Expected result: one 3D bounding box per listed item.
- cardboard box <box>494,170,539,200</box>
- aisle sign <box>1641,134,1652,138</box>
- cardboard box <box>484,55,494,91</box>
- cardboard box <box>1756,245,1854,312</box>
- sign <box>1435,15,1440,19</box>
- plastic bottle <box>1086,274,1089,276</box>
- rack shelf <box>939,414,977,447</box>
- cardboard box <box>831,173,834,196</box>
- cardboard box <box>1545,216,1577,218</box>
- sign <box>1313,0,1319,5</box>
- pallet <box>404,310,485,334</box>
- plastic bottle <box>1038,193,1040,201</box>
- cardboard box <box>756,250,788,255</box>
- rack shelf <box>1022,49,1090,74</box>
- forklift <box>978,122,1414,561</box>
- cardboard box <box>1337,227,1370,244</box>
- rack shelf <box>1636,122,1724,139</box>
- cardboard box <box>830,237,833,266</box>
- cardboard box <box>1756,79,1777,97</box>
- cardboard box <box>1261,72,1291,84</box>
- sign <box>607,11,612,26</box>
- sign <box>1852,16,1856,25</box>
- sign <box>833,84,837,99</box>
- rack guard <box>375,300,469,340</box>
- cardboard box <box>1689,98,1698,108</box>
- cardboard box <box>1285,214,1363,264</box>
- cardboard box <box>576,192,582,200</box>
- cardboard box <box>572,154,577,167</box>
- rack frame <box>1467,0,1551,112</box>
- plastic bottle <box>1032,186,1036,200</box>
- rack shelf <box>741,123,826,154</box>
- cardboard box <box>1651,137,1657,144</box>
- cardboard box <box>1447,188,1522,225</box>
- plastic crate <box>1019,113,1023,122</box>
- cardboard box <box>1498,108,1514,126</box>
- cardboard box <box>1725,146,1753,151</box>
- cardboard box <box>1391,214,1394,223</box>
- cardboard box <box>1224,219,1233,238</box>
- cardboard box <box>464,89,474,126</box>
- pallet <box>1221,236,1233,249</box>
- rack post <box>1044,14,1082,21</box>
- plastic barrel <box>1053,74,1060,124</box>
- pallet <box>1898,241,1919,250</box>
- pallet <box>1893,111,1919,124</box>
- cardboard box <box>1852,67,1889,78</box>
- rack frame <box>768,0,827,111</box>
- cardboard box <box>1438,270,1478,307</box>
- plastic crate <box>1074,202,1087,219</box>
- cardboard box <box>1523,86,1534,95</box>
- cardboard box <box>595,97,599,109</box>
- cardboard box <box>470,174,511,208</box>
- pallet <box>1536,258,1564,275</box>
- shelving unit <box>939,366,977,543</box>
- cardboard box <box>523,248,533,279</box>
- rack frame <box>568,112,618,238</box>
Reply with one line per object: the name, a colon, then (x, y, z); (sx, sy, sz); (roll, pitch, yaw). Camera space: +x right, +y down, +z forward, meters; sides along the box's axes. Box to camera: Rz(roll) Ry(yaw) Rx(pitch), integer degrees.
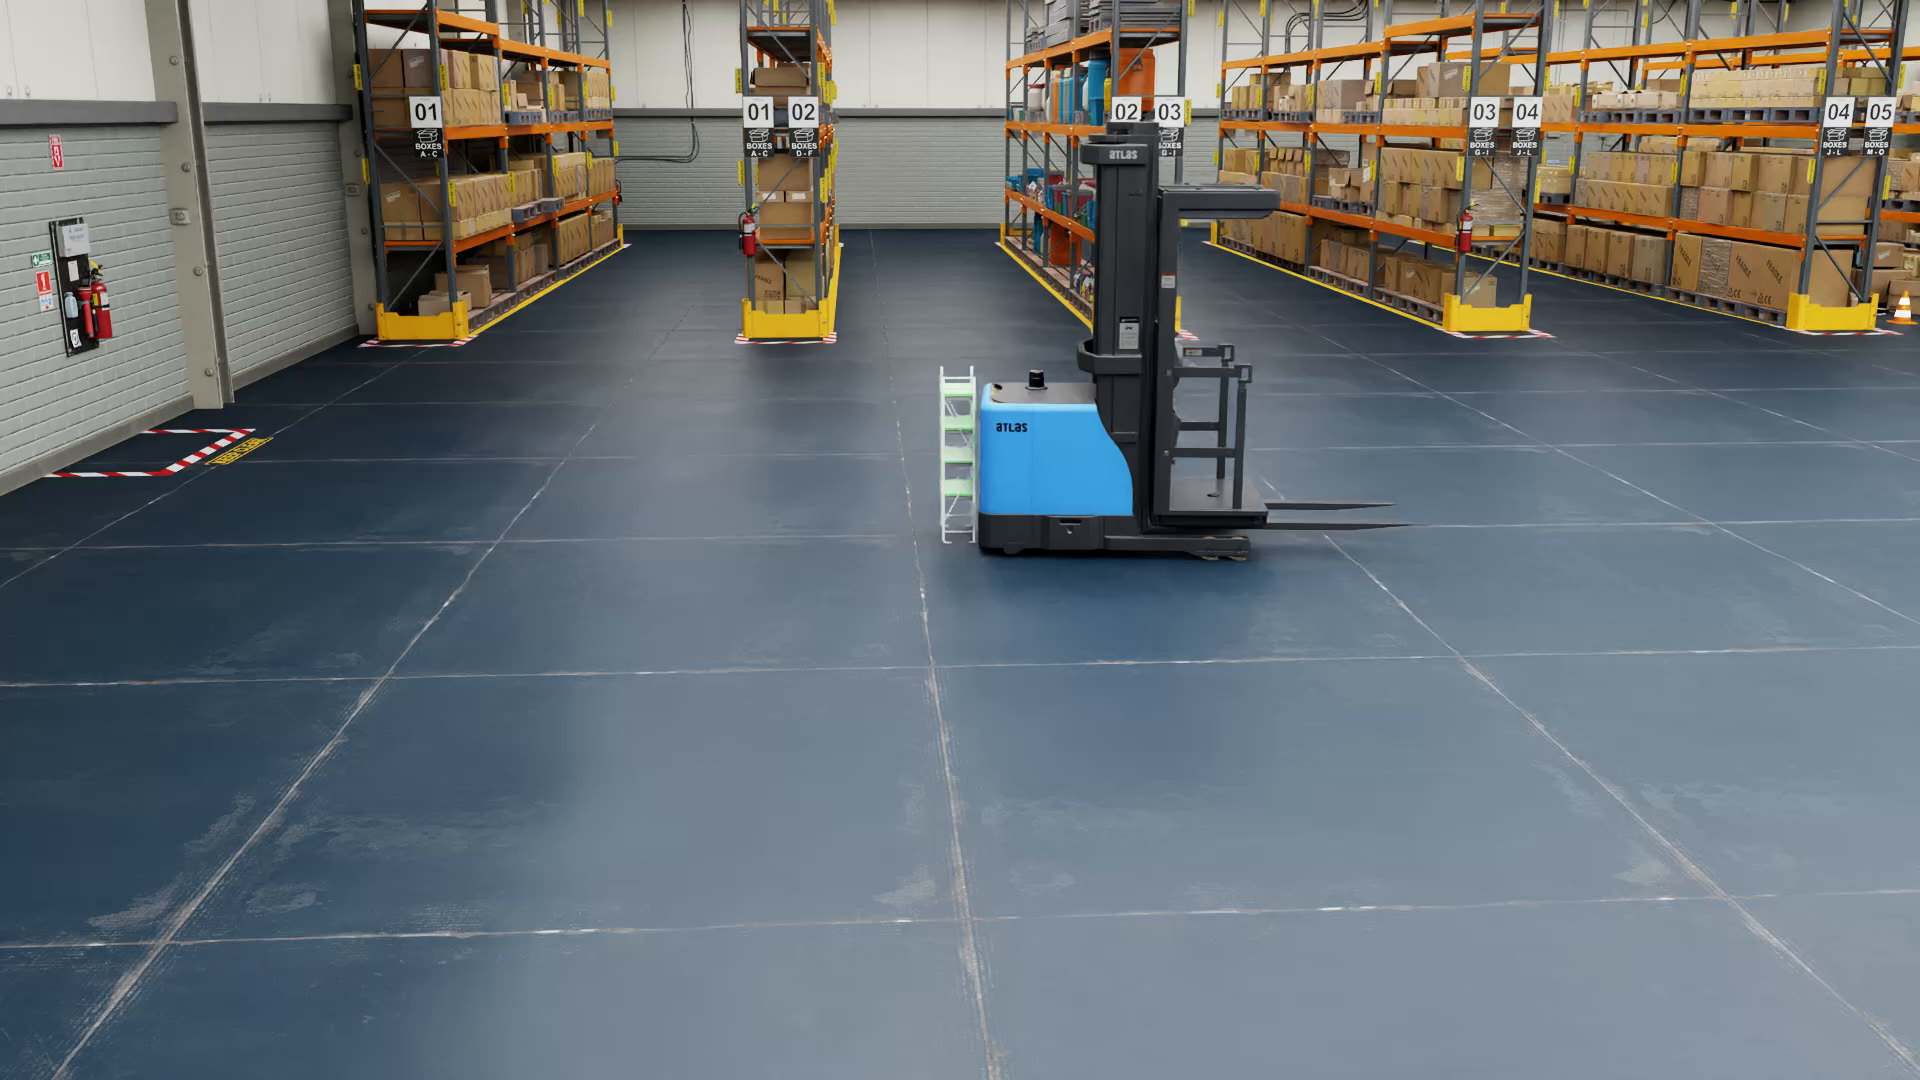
cardboard box: (-7.741, -6.200, 29.018); (0.700, 0.500, 0.500); (-2, 15, -9)
aisle sign: (16.091, -9.838, 39.025); (0.394, 0.787, 0.004); (-1, 14, -3)
cardboard box: (-7.247, -6.936, 24.698); (0.500, 0.500, 0.500); (0, 14, 0)
cardboard box: (12.334, -3.827, 24.301); (0.875, 0.875, 0.875); (-1, 14, -3)
sign: (10.909, -11.852, 37.996); (0.100, 0.325, 0.005); (-1, 14, -3)
plastic bottle: (2.030, -4.085, 26.451); (0.061, 0.283, 0.133); (-1, 14, -3)
rack shelf: (-0.017, -0.793, 11.994); (0.258, 0.148, 0.480); (0, 14, -2)
cardboard box: (-2.905, -7.445, 34.742); (0.500, 0.500, 0.500); (-1, 14, -2)
cardboard box: (12.063, -6.384, 33.489); (0.500, 0.250, 0.500); (-2, 15, -6)
sign: (6.436, -9.848, 30.049); (0.100, 0.325, 0.005); (-1, 14, -3)
pallet: (-7.366, -3.075, 23.553); (1.003, 0.211, 1.213); (-1, 14, -3)
plastic bottle: (1.550, -6.600, 32.057); (0.097, 0.201, 0.097); (0, 14, 0)
cardboard box: (-2.872, -4.142, 25.276); (0.500, 0.500, 0.500); (-1, 14, -3)
rack shelf: (1.922, -9.207, 31.997); (1.077, 0.370, 4.000); (-1, 14, -3)
forklift: (1.655, -1.411, 11.629); (3.031, 2.935, 1.130); (1, 14, 2)
cardboard box: (7.104, -5.491, 29.975); (0.500, 0.250, 0.500); (1, 14, 3)
rack shelf: (16.509, -9.172, 37.080); (1.077, 0.370, 4.000); (-1, 14, -3)
cardboard box: (-2.641, -5.391, 31.092); (0.500, 0.500, 0.500); (0, 14, -1)
cardboard box: (12.073, -6.627, 24.405); (0.500, 0.250, 0.500); (-1, 14, -4)
cardboard box: (6.690, -9.768, 35.201); (0.500, 0.250, 0.500); (-2, 15, -7)
sign: (-7.795, -11.584, 36.956); (0.100, 0.325, 0.005); (-1, 14, -3)
sign: (20.797, -12.031, 38.692); (0.100, 0.325, 0.005); (-1, 14, -3)
sign: (-2.838, -10.145, 37.641); (0.100, 0.325, 0.005); (-1, 14, -3)
rack guard: (-7.351, -3.012, 22.730); (1.175, 0.500, 0.348); (-1, 14, -3)
cardboard box: (11.878, -6.967, 26.524); (0.380, 0.149, 0.250); (-1, 14, -4)
cardboard box: (6.968, -5.769, 31.850); (1.225, 0.875, 0.875); (-2, 15, -6)
cardboard box: (-7.701, -6.804, 32.916); (0.380, 0.149, 0.250); (-1, 14, -3)
cardboard box: (-7.752, -7.387, 32.375); (0.500, 0.250, 0.500); (-1, 14, -2)
rack frame: (7.485, -7.339, 22.489); (1.000, 3.000, 0.127); (-1, 14, -3)
plastic bottle: (1.519, -6.872, 32.965); (0.152, 0.276, 0.135); (-1, 14, -3)
rack shelf: (-2.526, -5.883, 24.295); (1.077, 0.370, 4.000); (-1, 14, -3)
cardboard box: (16.120, -9.189, 38.212); (0.380, 0.149, 0.250); (0, 14, -2)
cardboard box: (7.479, -4.763, 23.720); (0.875, 0.500, 0.500); (-1, 14, -3)
plastic crate: (1.471, -8.792, 34.583); (0.450, 0.188, 0.662); (-1, 14, -3)
cardboard box: (7.714, -5.937, 23.363); (0.500, 0.250, 0.500); (0, 14, -2)
cardboard box: (16.373, -7.989, 34.851); (0.500, 0.500, 0.500); (-1, 14, -3)
cardboard box: (7.021, -5.062, 26.185); (0.380, 0.149, 0.250); (-1, 14, -3)
cardboard box: (6.614, -7.429, 38.301); (0.875, 0.875, 0.875); (-1, 14, -3)
cardboard box: (-7.151, -6.065, 23.318); (0.500, 0.500, 0.500); (0, 14, -1)
pallet: (6.622, -6.864, 38.282); (1.003, 0.211, 1.213); (-1, 14, -3)
rack post: (1.900, -9.694, 30.608); (0.624, 0.289, 0.986); (-1, 14, -3)
plastic barrel: (1.921, -7.637, 28.806); (0.600, 0.830, 0.708); (-1, 14, -3)
pallet: (21.545, -6.468, 36.743); (1.003, 0.211, 1.213); (-1, 14, -3)
pallet: (17.129, -7.356, 28.953); (1.213, 0.211, 1.003); (-1, 14, -3)
cardboard box: (12.739, -6.542, 23.272); (0.380, 0.149, 0.250); (-1, 14, -3)
rack frame: (-2.898, -9.176, 29.631); (1.000, 3.000, 0.127); (-1, 14, -3)
cardboard box: (7.392, -3.730, 24.676); (0.500, 0.500, 0.500); (3, 15, 11)
plastic crate: (2.200, -5.189, 26.300); (0.767, 0.338, 0.504); (-1, 14, -3)
cardboard box: (11.663, -8.789, 33.096); (0.797, 0.503, 0.637); (-1, 14, -4)
cardboard box: (-7.926, -9.250, 35.197); (0.500, 0.250, 0.500); (-1, 14, -5)
cardboard box: (-7.256, -5.386, 25.696); (0.500, 0.500, 0.500); (-1, 14, -4)
pallet: (11.900, -5.318, 32.272); (1.003, 0.211, 1.213); (-1, 14, -3)
shelving unit: (-0.017, -0.623, 12.038); (0.258, 1.200, 0.503); (0, 14, -2)
cardboard box: (-7.770, -4.765, 28.658); (0.700, 0.500, 0.500); (-1, 14, -4)
rack frame: (-8.337, -8.183, 37.811); (1.000, 3.000, 0.127); (-1, 14, -3)
